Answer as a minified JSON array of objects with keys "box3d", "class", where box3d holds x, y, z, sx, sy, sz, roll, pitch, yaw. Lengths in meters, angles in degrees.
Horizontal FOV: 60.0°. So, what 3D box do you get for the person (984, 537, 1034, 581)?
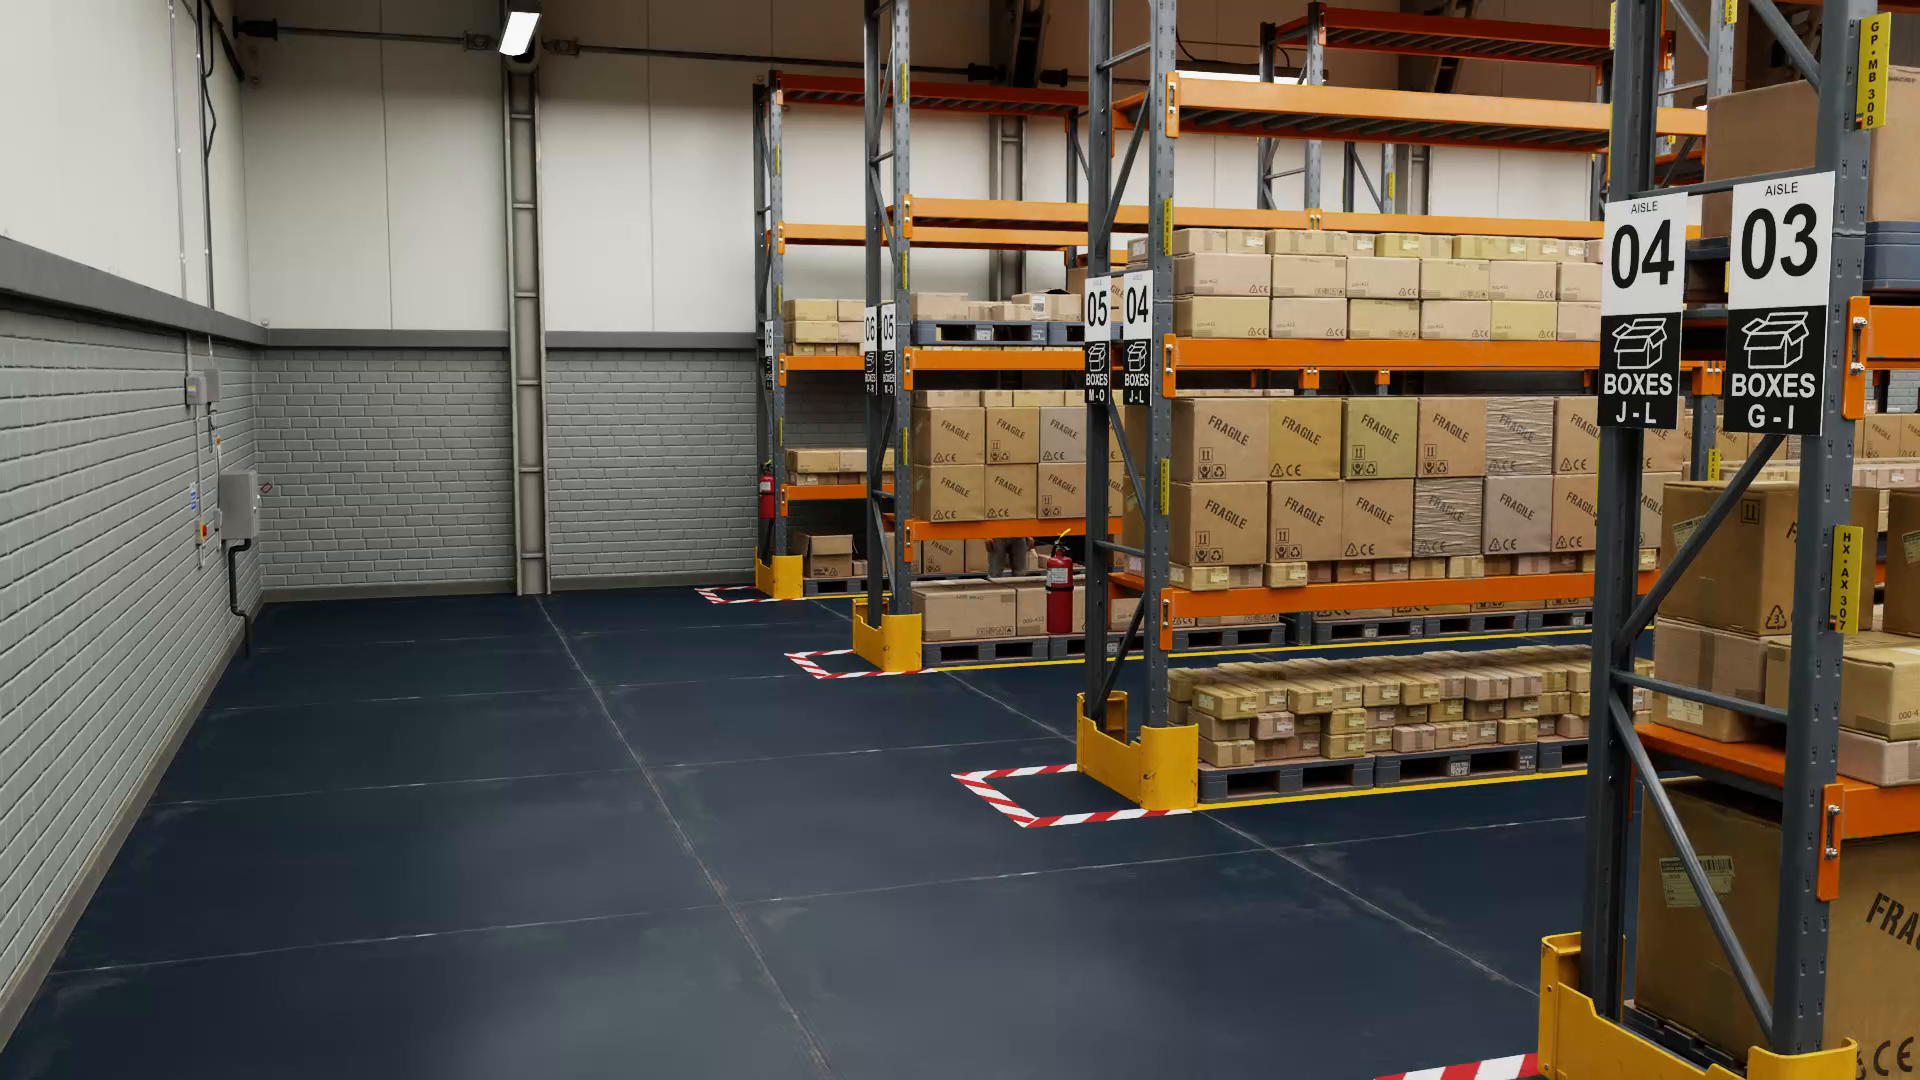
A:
[{"box3d":[0.509,-0.036,17.541,0.589,1.772,0.462,-2,6,-20],"class":"person"}]
